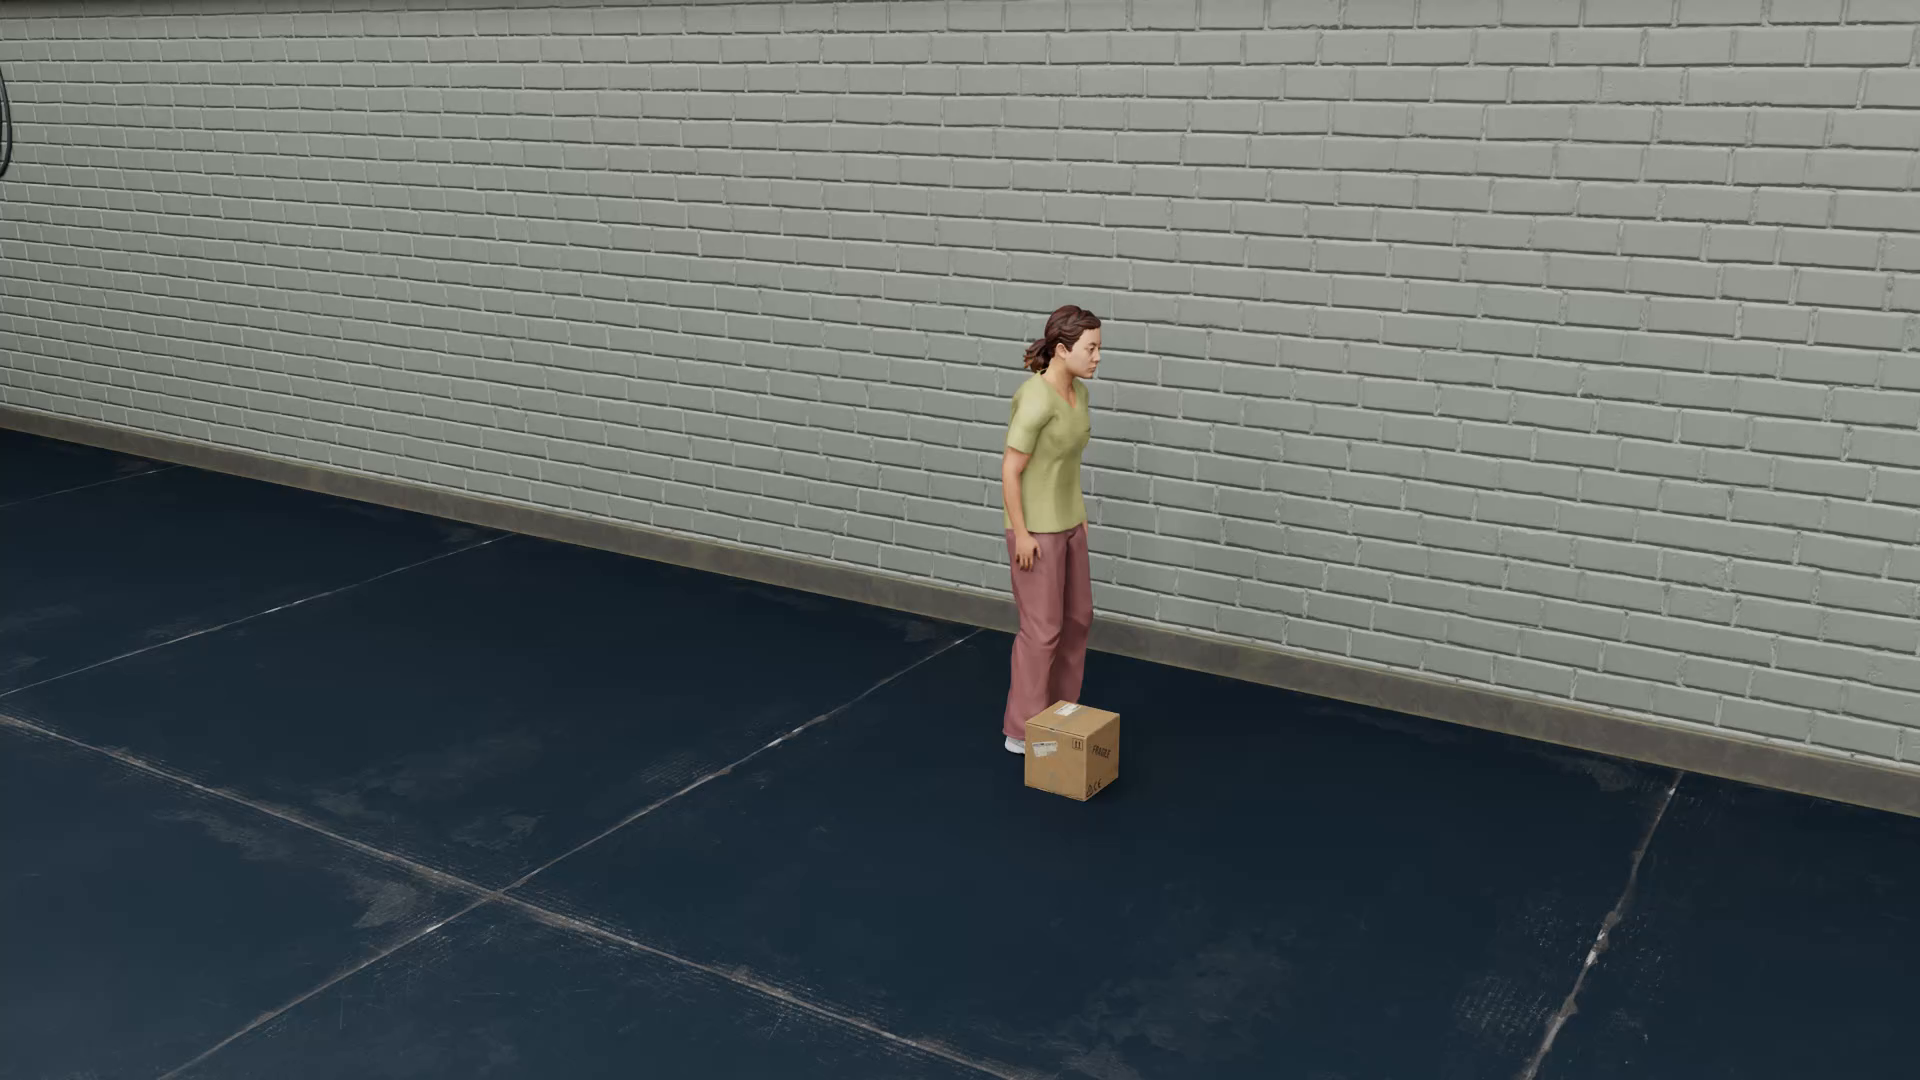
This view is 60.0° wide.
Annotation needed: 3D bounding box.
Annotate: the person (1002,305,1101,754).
[{"bbox_3d":[0.352,-0.034,6.154,0.362,1.672,0.497,10,19,30],"label":"person"}]
